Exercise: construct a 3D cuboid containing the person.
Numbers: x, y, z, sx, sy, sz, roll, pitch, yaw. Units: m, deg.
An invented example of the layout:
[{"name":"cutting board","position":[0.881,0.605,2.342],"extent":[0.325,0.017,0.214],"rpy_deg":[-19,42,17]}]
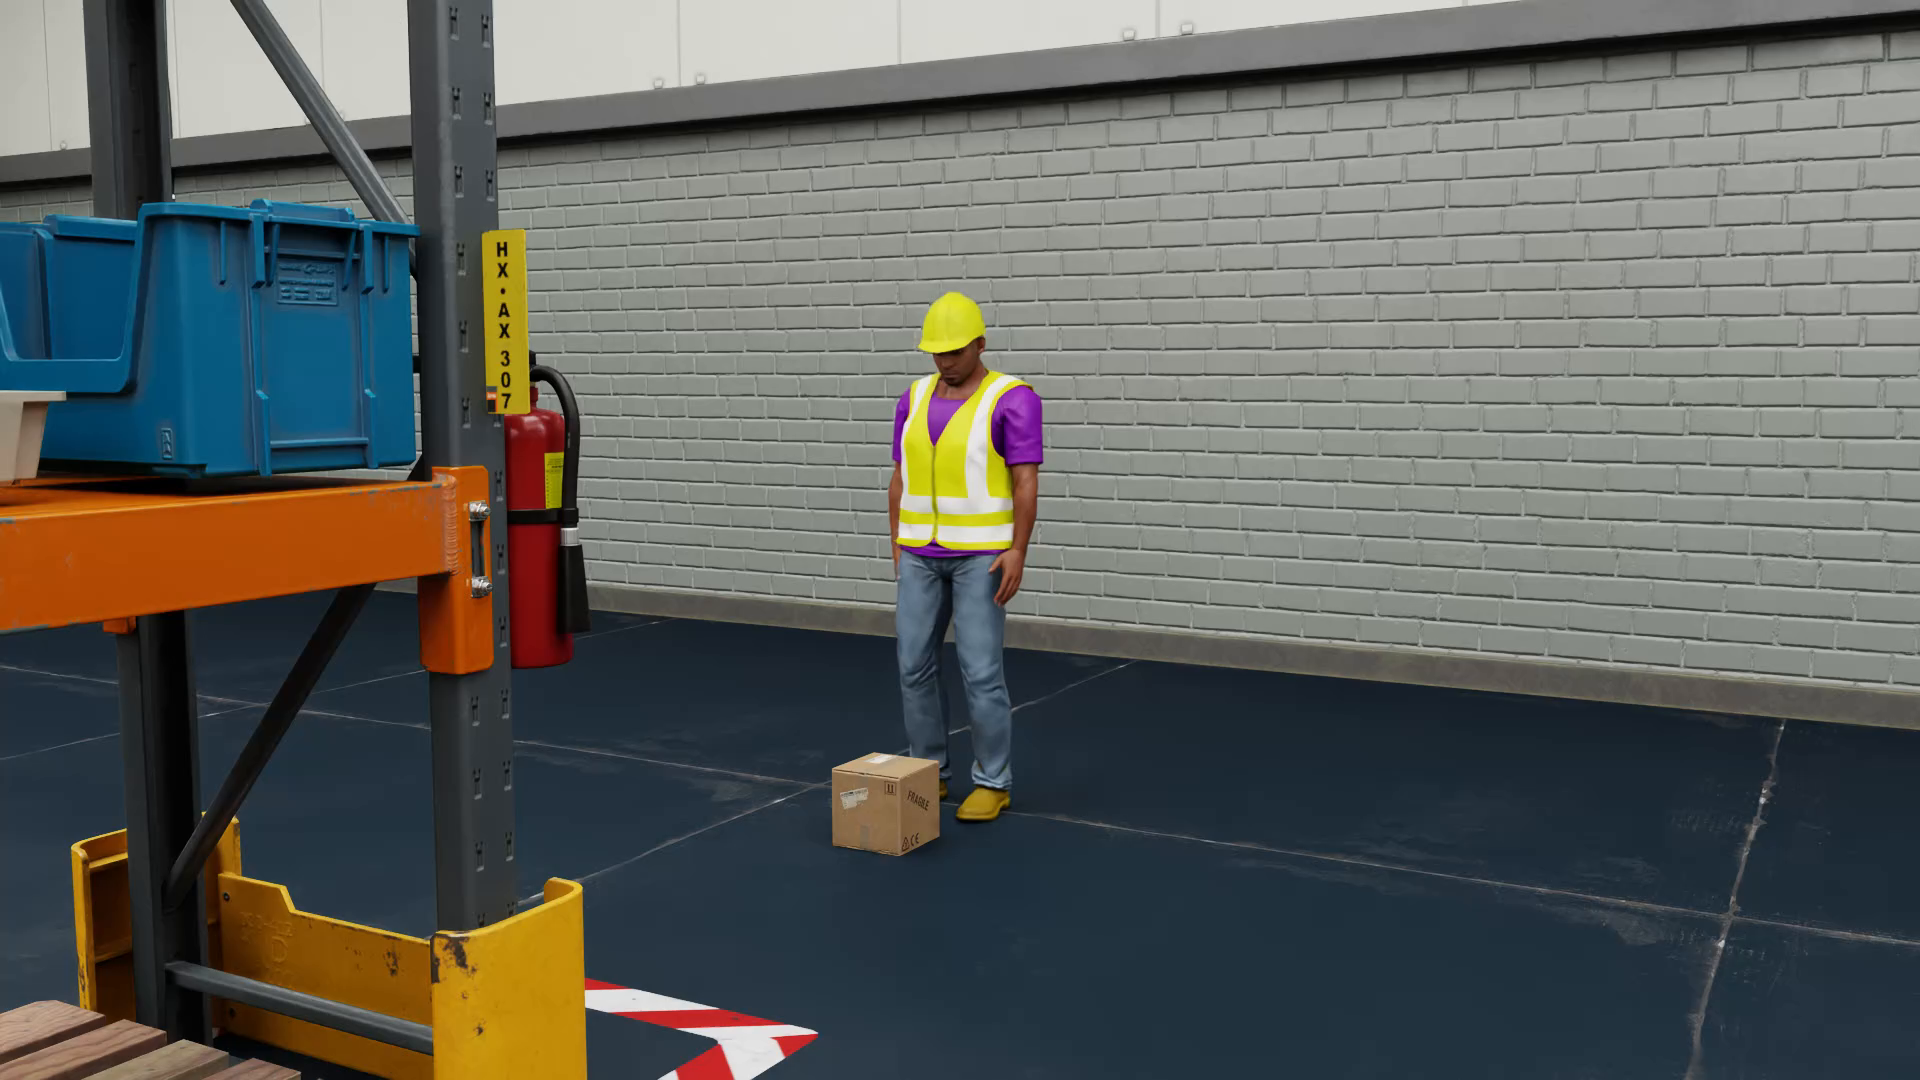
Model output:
[{"name":"person","position":[-0.002,0.051,5.613],"extent":[0.573,1.754,0.384],"rpy_deg":[3,7,30]}]
